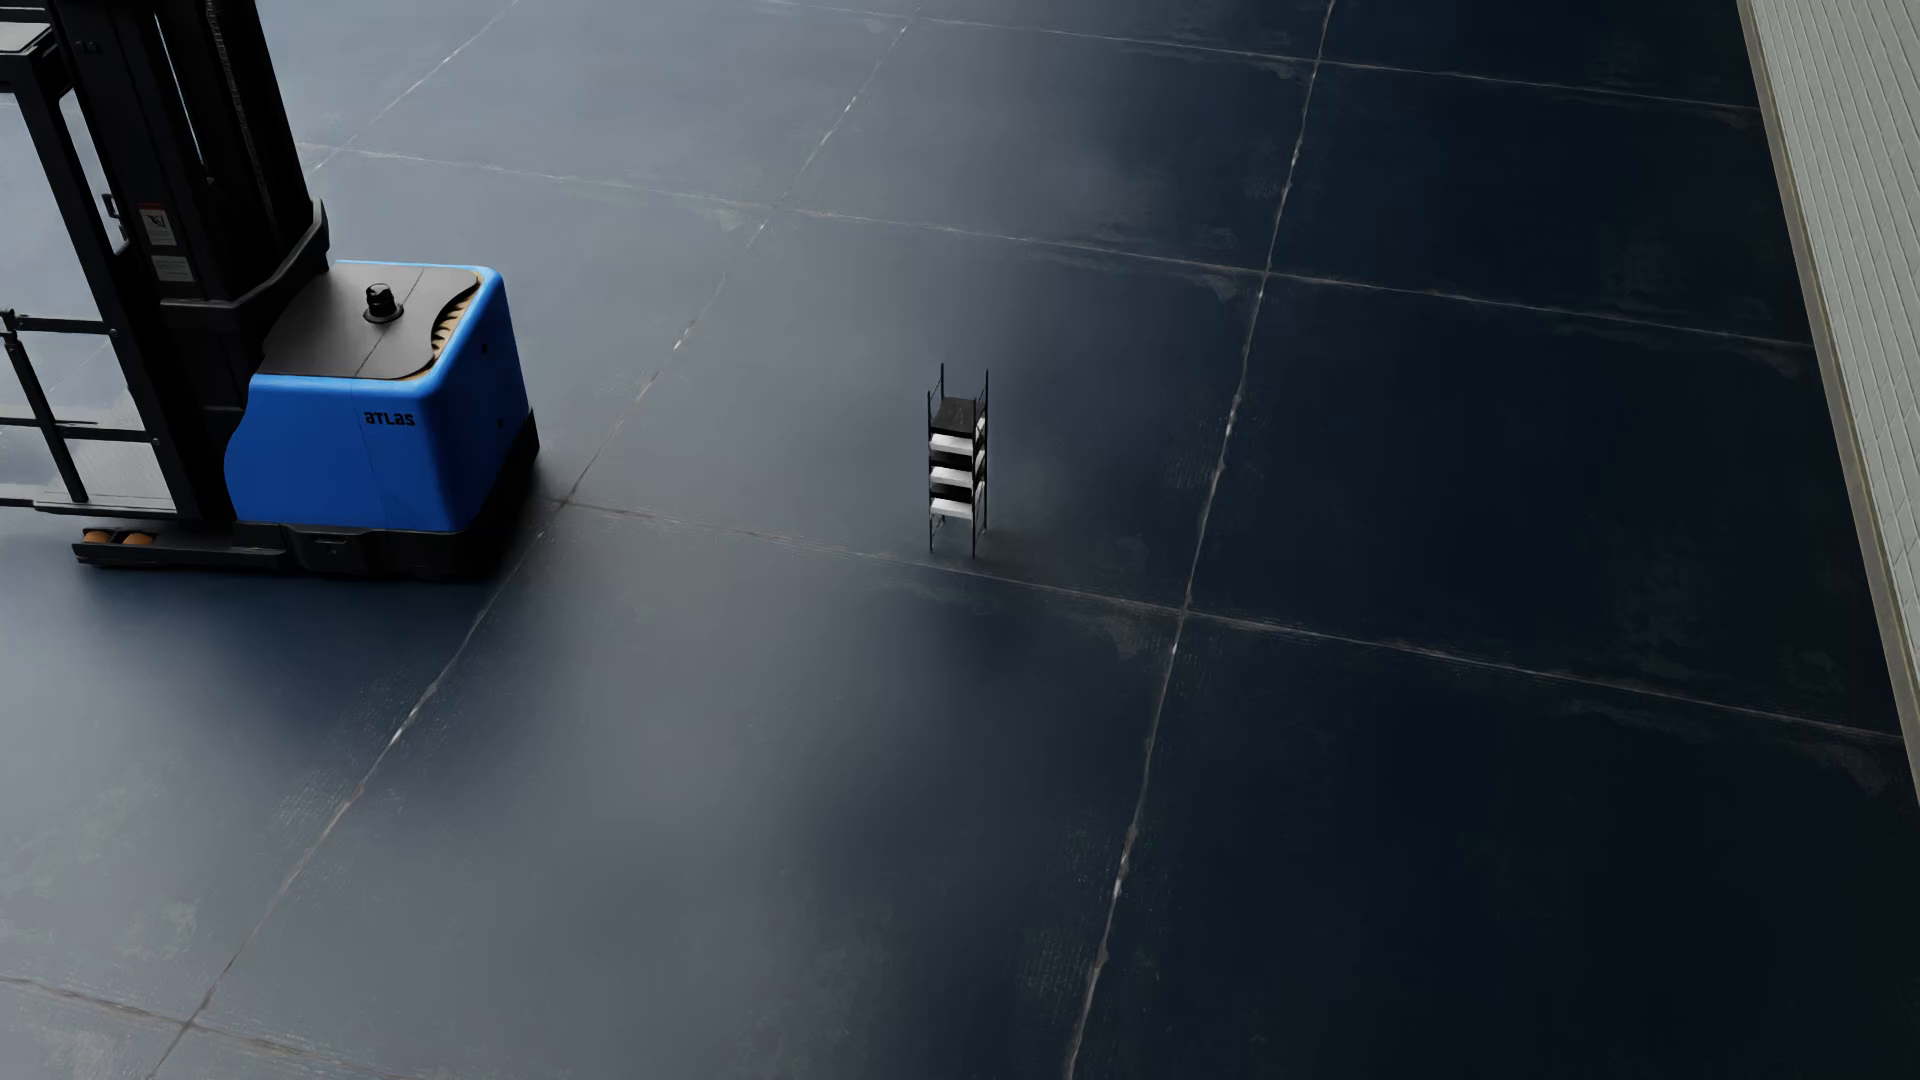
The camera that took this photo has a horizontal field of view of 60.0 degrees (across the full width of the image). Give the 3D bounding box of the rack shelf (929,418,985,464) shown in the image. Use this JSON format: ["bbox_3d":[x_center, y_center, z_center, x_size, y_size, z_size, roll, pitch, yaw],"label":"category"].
[{"bbox_3d":[-0.008,-0.458,7.392,0.200,0.077,0.258,10,41,11],"label":"rack shelf"}]

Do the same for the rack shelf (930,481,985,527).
[{"bbox_3d":[-0.008,-0.183,7.624,0.200,0.077,0.258,10,41,11],"label":"rack shelf"}]

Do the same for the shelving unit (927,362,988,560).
[{"bbox_3d":[-0.008,-0.346,7.487,0.210,0.900,0.258,10,41,11],"label":"shelving unit"}]

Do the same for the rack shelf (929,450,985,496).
[{"bbox_3d":[-0.008,-0.320,7.508,0.200,0.077,0.258,10,41,11],"label":"rack shelf"}]

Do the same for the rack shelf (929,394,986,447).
[{"bbox_3d":[-0.008,-0.527,7.335,0.200,0.077,0.258,10,41,11],"label":"rack shelf"}]

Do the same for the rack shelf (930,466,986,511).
[{"bbox_3d":[-0.008,-0.252,7.566,0.200,0.077,0.258,10,41,11],"label":"rack shelf"}]

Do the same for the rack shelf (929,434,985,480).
[{"bbox_3d":[-0.008,-0.389,7.450,0.200,0.077,0.258,10,41,11],"label":"rack shelf"}]

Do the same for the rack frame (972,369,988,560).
[{"bbox_3d":[0.090,-0.329,7.467,0.006,0.900,0.240,10,41,11],"label":"rack frame"}]

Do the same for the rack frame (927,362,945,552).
[{"bbox_3d":[-0.106,-0.363,7.507,0.006,0.900,0.240,10,41,11],"label":"rack frame"}]

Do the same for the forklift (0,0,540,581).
[{"bbox_3d":[-3.617,-1.325,7.073,3.031,2.935,1.130,3,40,4],"label":"forklift"}]
